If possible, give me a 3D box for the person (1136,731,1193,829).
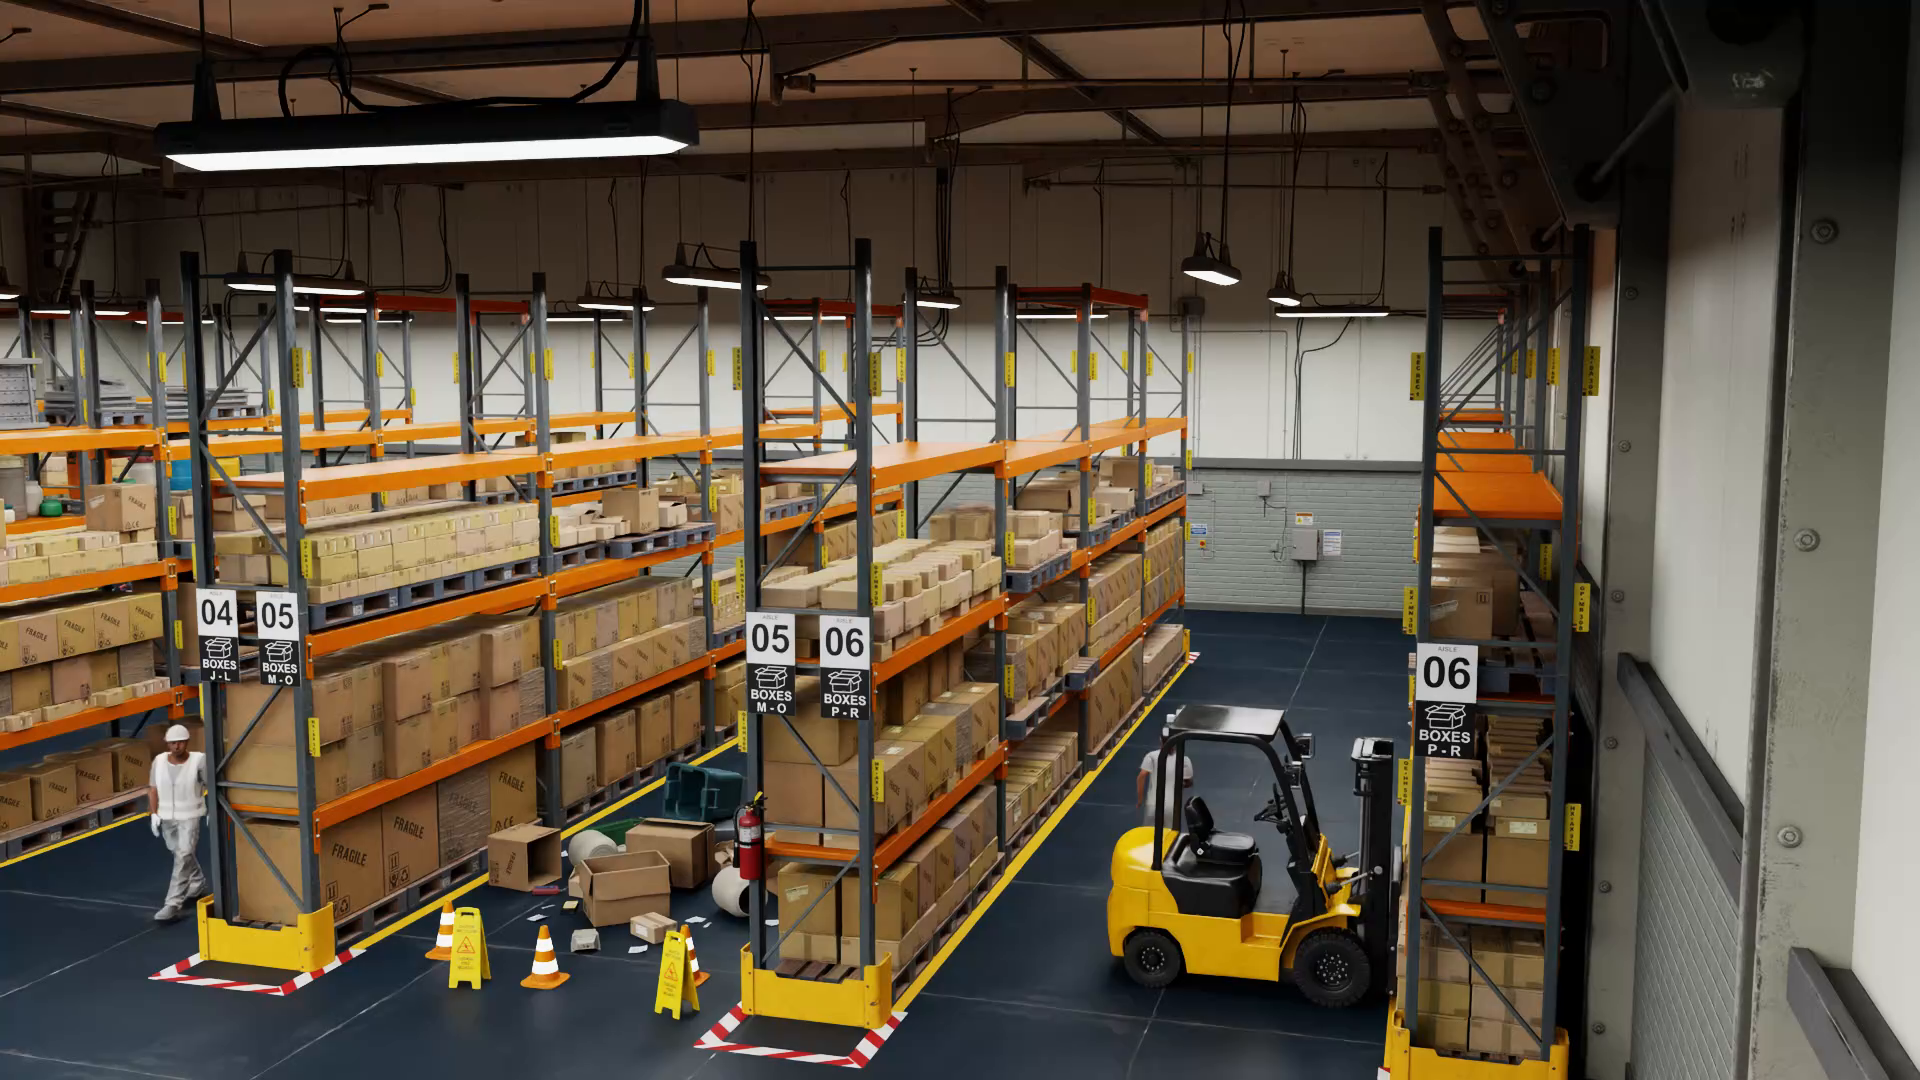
[{"bbox_3d":[1.984,2.588,16.184,0.531,1.570,0.693,2,7,17],"label":"person"}]

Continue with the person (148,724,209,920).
[{"bbox_3d":[-7.248,2.570,15.403,0.552,1.717,1.030,0,6,1],"label":"person"}]
